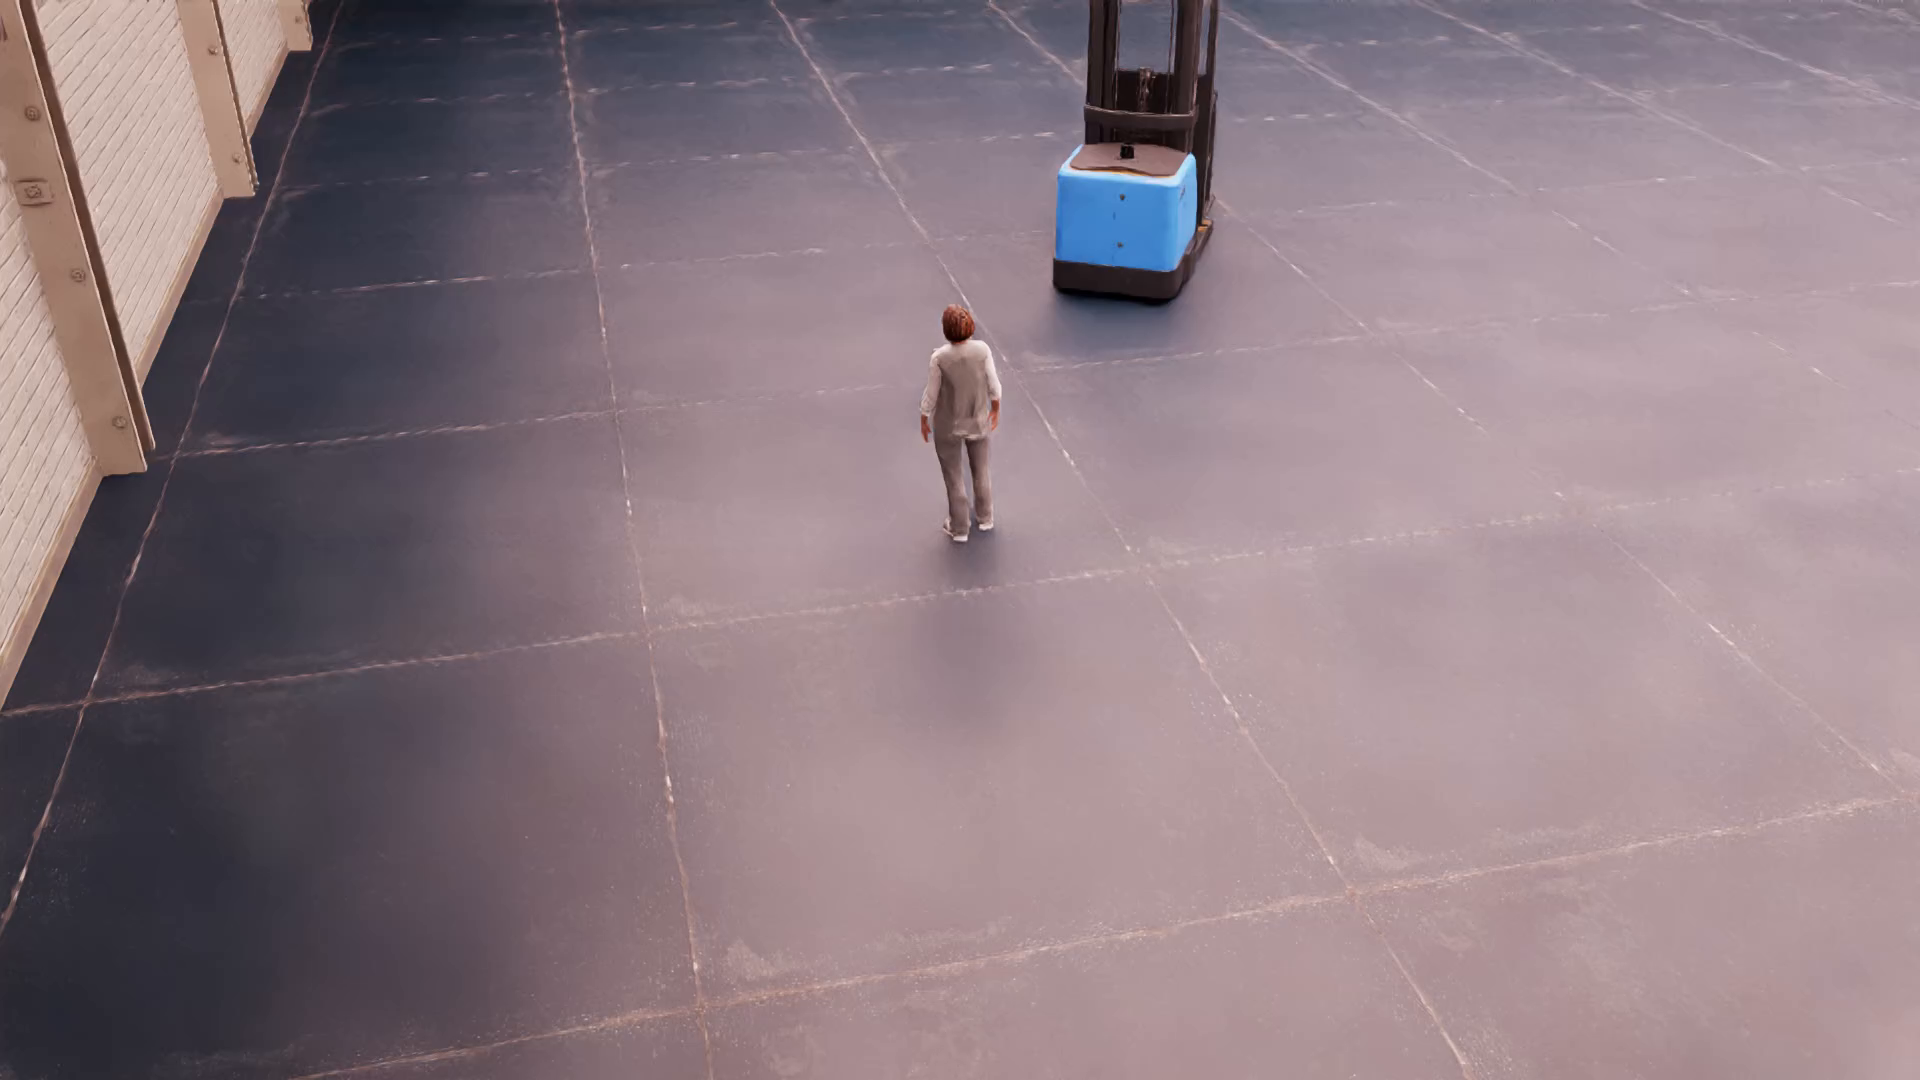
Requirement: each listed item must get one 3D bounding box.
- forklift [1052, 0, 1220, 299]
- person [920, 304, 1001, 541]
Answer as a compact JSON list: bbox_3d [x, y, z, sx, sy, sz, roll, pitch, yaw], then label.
[{"bbox_3d":[1.702,-4.001,14.485,1.130,2.935,3.031,9,31,15],"label":"forklift"},{"bbox_3d":[-0.004,-0.735,10.161,0.521,1.597,0.474,-7,31,-12],"label":"person"}]
